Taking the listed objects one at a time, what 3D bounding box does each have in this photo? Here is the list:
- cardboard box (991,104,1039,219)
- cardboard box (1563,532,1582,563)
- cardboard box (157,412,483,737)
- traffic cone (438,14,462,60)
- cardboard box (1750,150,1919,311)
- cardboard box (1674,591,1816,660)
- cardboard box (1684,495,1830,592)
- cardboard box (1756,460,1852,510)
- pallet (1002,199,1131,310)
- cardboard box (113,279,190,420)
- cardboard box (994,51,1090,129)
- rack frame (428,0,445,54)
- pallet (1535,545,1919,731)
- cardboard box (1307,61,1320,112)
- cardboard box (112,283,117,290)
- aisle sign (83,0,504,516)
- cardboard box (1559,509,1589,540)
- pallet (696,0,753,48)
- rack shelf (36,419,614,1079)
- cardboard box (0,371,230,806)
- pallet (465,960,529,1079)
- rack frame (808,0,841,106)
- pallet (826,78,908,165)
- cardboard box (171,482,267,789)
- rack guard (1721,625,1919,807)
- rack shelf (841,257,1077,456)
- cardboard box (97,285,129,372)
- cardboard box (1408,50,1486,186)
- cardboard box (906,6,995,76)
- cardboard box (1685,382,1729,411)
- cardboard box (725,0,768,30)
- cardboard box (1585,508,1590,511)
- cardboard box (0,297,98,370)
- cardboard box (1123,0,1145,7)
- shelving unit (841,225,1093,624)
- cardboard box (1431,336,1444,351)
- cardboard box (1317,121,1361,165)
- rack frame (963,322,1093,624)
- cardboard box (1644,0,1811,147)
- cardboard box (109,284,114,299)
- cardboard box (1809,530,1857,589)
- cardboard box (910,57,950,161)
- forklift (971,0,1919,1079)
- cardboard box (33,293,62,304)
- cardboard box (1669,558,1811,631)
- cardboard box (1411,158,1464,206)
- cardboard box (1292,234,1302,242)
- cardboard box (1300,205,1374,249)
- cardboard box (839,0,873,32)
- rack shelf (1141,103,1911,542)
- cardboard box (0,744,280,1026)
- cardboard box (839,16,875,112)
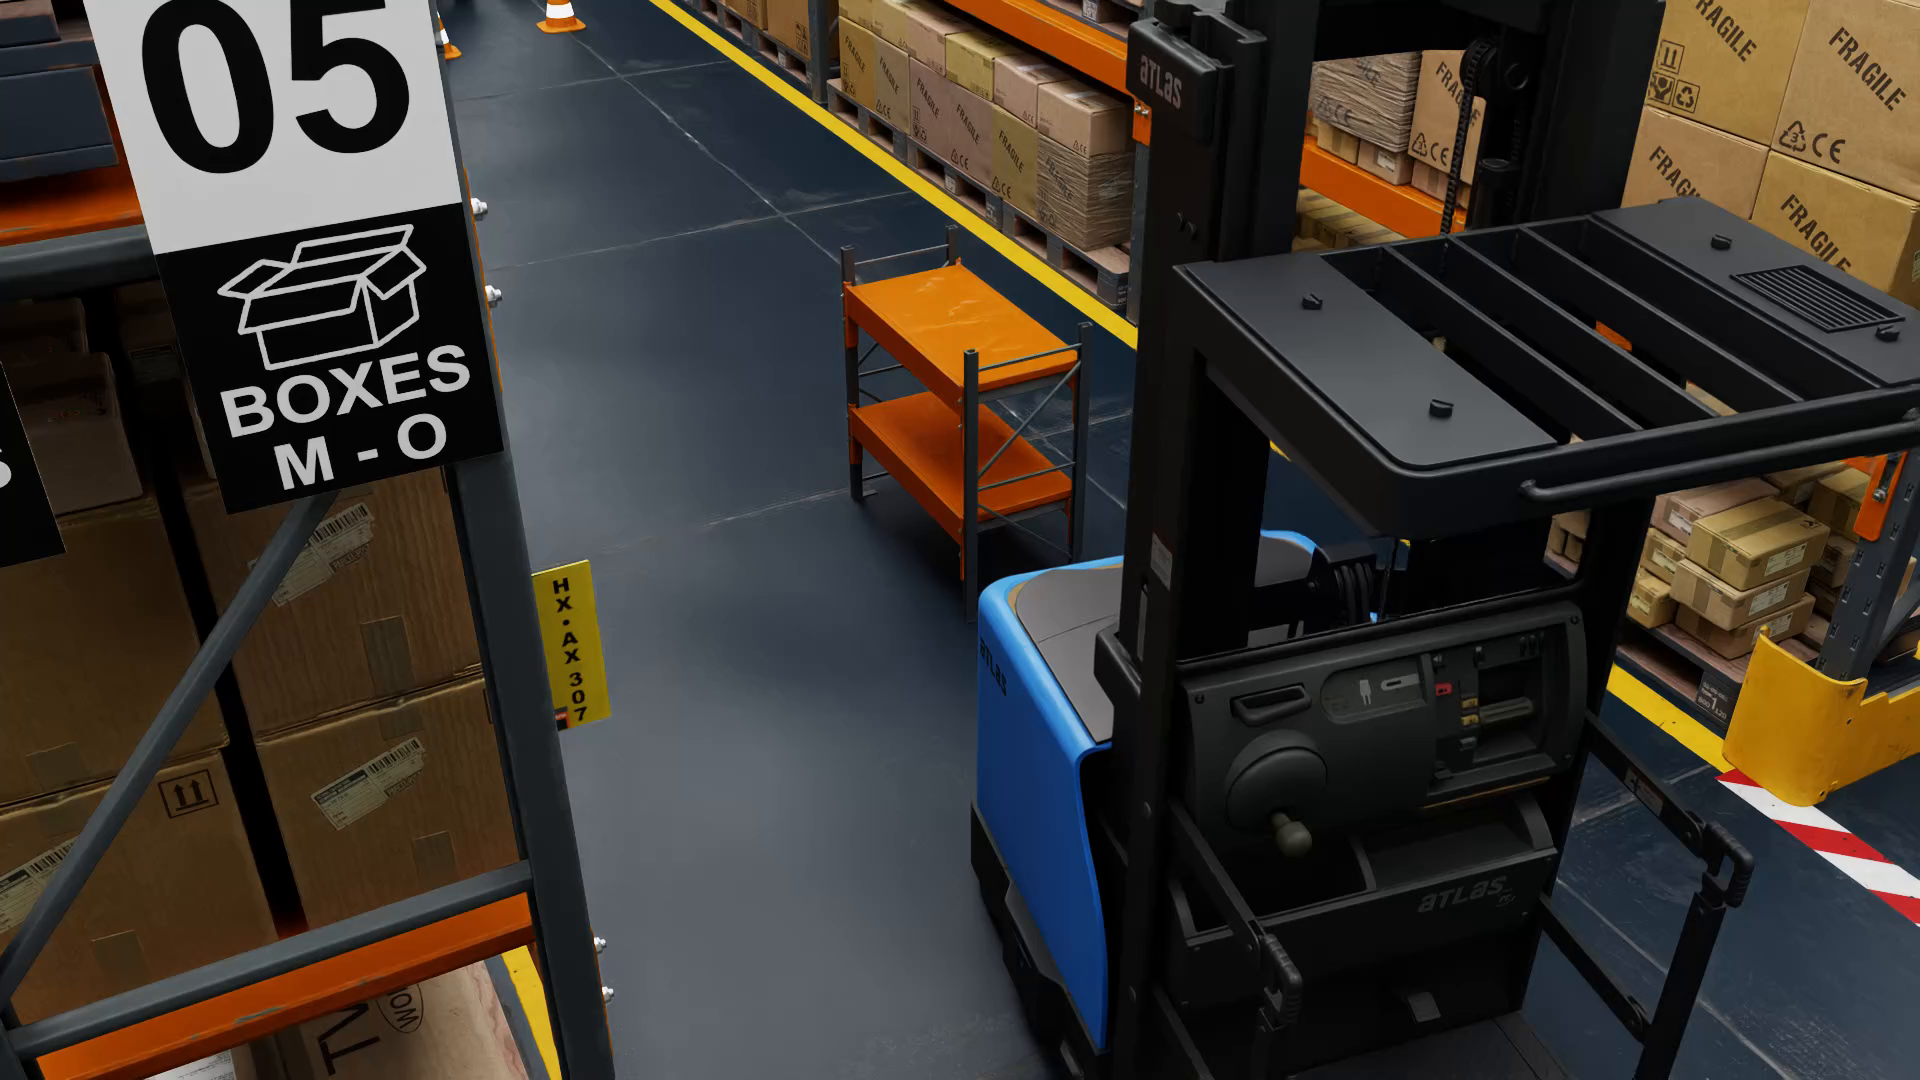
[{"bbox_3d":[0.511,-2.144,9.244,0.500,0.500,0.500,-17,36,-24],"label":"cardboard box"},{"bbox_3d":[2.496,0.004,6.217,0.380,0.149,0.250,-16,36,-23],"label":"cardboard box"},{"bbox_3d":[-1.121,-0.047,3.023,0.500,0.500,0.500,-17,36,-24],"label":"cardboard box"},{"bbox_3d":[-3.908,-3.815,12.276,0.336,0.463,0.334,-16,36,-23],"label":"traffic cone"},{"bbox_3d":[2.745,-0.893,4.995,0.500,0.500,0.500,-15,36,-22],"label":"cardboard box"},{"bbox_3d":[2.752,0.249,5.835,0.380,0.149,0.250,-15,36,-22],"label":"cardboard box"},{"bbox_3d":[2.711,0.008,5.659,0.380,0.149,0.250,-15,36,-23],"label":"cardboard box"},{"bbox_3d":[3.004,-0.240,6.046,0.380,0.149,0.250,-15,36,-22],"label":"cardboard box"},{"bbox_3d":[0.953,-1.682,9.180,1.003,0.211,1.213,-16,36,-23],"label":"pallet"},{"bbox_3d":[-1.255,-0.365,2.919,0.380,0.149,0.250,-15,36,-22],"label":"cardboard box"},{"bbox_3d":[0.519,-2.466,9.051,0.500,0.250,0.500,-14,35,-21],"label":"cardboard box"},{"bbox_3d":[-1.150,-1.809,1.232,1.000,3.000,0.127,-16,36,-23],"label":"rack frame"},{"bbox_3d":[2.799,0.165,6.297,1.003,0.211,1.213,-16,36,-23],"label":"pallet"},{"bbox_3d":[1.562,-2.118,6.908,0.500,0.500,0.500,-16,36,-23],"label":"cardboard box"},{"bbox_3d":[-2.796,-0.703,4.974,0.500,0.500,0.500,-16,36,-23],"label":"cardboard box"},{"bbox_3d":[-0.859,-0.416,2.209,0.394,0.787,0.004,-16,36,-23],"label":"aisle sign"},{"bbox_3d":[2.440,-0.106,6.112,0.380,0.149,0.250,-17,37,-25],"label":"cardboard box"},{"bbox_3d":[-1.413,-4.197,13.105,1.003,0.211,1.213,-16,36,-23],"label":"pallet"},{"bbox_3d":[-2.082,0.066,4.534,1.077,0.370,4.000,-16,36,-23],"label":"rack shelf"},{"bbox_3d":[-1.585,0.084,2.819,0.500,0.500,0.500,-15,35,-22],"label":"cardboard box"},{"bbox_3d":[-1.592,1.529,4.167,1.003,0.211,1.213,-16,36,-23],"label":"pallet"},{"bbox_3d":[-0.548,-4.394,10.828,1.000,3.000,0.127,-16,36,-23],"label":"rack frame"},{"bbox_3d":[-0.185,-2.847,10.997,1.003,0.211,1.213,-16,36,-23],"label":"pallet"},{"bbox_3d":[-1.380,0.139,3.659,0.500,0.500,0.500,-16,36,-24],"label":"cardboard box"},{"bbox_3d":[3.147,0.440,5.600,1.175,0.500,0.348,-16,36,-23],"label":"rack guard"},{"bbox_3d":[0.003,-0.717,6.284,0.538,0.278,1.000,-16,36,-23],"label":"rack shelf"},{"bbox_3d":[-2.082,-0.395,3.567,0.500,0.500,0.500,-16,36,-23],"label":"cardboard box"},{"bbox_3d":[2.041,-1.620,6.130,0.500,0.500,0.500,-14,35,-21],"label":"cardboard box"},{"bbox_3d":[0.016,-2.963,9.827,0.500,0.250,0.500,-16,36,-23],"label":"cardboard box"},{"bbox_3d":[2.811,-0.490,6.436,0.380,0.149,0.250,-18,37,-25],"label":"cardboard box"},{"bbox_3d":[-1.163,-4.353,12.460,1.050,0.750,0.750,-15,36,-22],"label":"cardboard box"},{"bbox_3d":[2.412,-0.218,6.012,0.380,0.149,0.250,-17,36,-24],"label":"cardboard box"},{"bbox_3d":[-1.634,-0.255,2.747,0.380,0.149,0.250,-15,36,-22],"label":"cardboard box"},{"bbox_3d":[0.957,-2.696,8.021,0.380,0.149,0.250,-17,36,-24],"label":"cardboard box"},{"bbox_3d":[0.003,-0.470,6.442,0.538,1.125,1.048,-16,36,-23],"label":"shelving unit"},{"bbox_3d":[2.001,-0.743,6.832,0.380,0.149,0.250,-16,36,-23],"label":"cardboard box"},{"bbox_3d":[1.698,-1.675,6.817,0.380,0.149,0.250,-15,36,-22],"label":"cardboard box"},{"bbox_3d":[0.240,-0.228,6.063,0.500,1.125,0.032,-16,36,-23],"label":"rack frame"},{"bbox_3d":[2.513,-1.562,5.113,0.500,0.500,0.500,-17,36,-25],"label":"cardboard box"},{"bbox_3d":[-2.548,-0.877,4.318,0.500,0.500,0.500,-15,36,-22],"label":"cardboard box"},{"bbox_3d":[3.165,0.008,5.935,0.380,0.149,0.250,-14,35,-21],"label":"cardboard box"},{"bbox_3d":[0.037,-2.634,10.008,0.500,0.500,0.500,-17,36,-24],"label":"cardboard box"},{"bbox_3d":[0.976,0.455,3.323,1.130,2.935,3.031,-10,34,-15],"label":"forklift"},{"bbox_3d":[-1.910,-0.488,3.110,0.380,0.149,0.250,-15,36,-22],"label":"cardboard box"},{"bbox_3d":[2.684,0.142,5.725,0.380,0.149,0.250,-17,36,-24],"label":"cardboard box"},{"bbox_3d":[1.983,-1.429,6.433,0.380,0.149,0.250,-14,35,-21],"label":"cardboard box"},{"bbox_3d":[1.371,-1.349,7.777,0.380,0.149,0.250,-14,35,-21],"label":"cardboard box"},{"bbox_3d":[1.868,-1.496,8.006,0.380,0.149,0.250,-15,36,-23],"label":"cardboard box"},{"bbox_3d":[-0.440,-3.444,10.578,0.500,0.250,0.500,-18,37,-25],"label":"cardboard box"},{"bbox_3d":[2.250,-1.228,6.553,1.077,0.370,4.000,-16,36,-23],"label":"rack shelf"},{"bbox_3d":[-1.609,0.511,3.079,0.500,0.500,0.500,-16,36,-23],"label":"cardboard box"},{"bbox_3d":[-0.443,-3.117,10.762,0.500,0.500,0.500,-17,37,-25],"label":"cardboard box"}]
